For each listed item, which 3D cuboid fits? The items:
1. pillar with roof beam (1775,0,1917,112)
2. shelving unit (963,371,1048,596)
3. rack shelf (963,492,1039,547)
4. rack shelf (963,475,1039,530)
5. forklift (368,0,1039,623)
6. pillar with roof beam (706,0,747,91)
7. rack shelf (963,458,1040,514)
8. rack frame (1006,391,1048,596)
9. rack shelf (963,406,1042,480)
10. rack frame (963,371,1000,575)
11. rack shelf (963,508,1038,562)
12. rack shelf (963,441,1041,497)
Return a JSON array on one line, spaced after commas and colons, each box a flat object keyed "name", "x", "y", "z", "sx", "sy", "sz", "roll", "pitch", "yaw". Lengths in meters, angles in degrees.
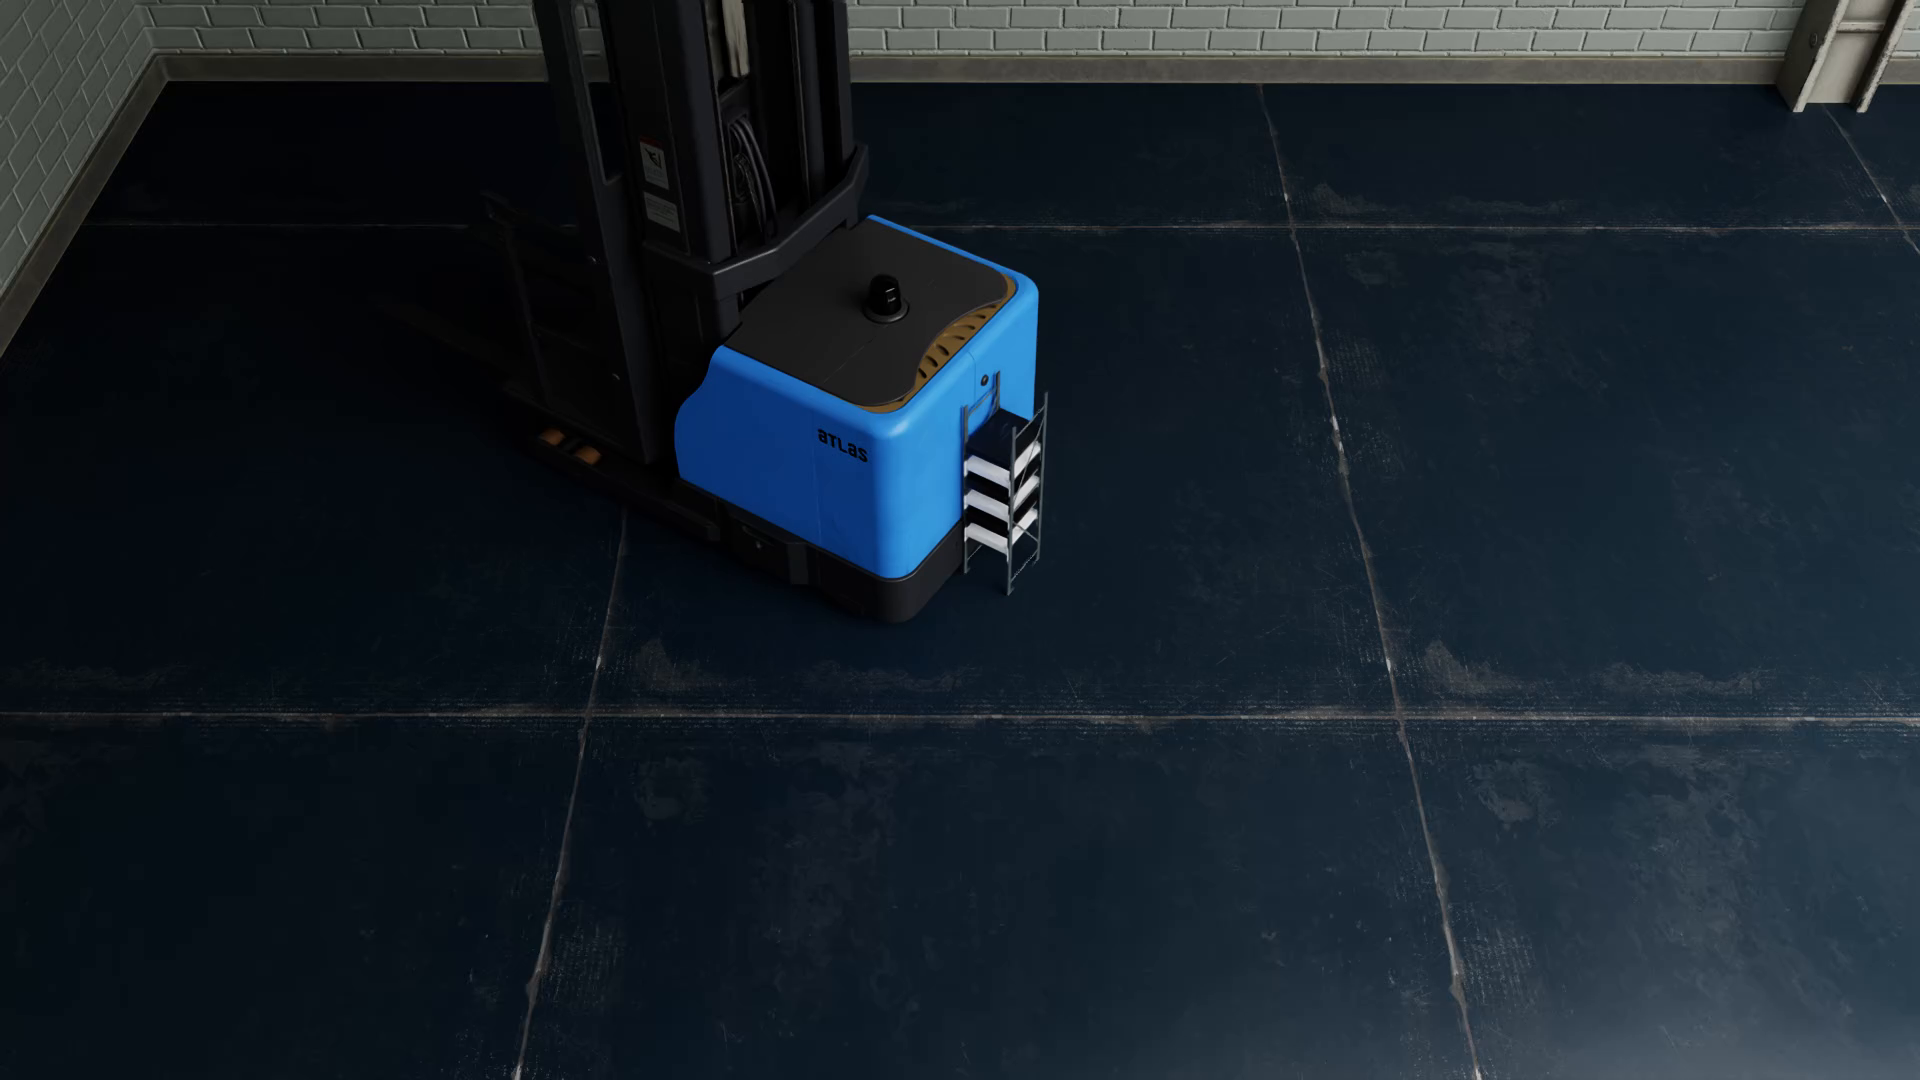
[{"name": "pillar with roof beam", "x": 4.626, "y": -2.313, "z": 2.755, "sx": 0.400, "sy": 9.000, "sz": 9.100, "roll": 0, "pitch": 47, "yaw": 0}, {"name": "shelving unit", "x": 0.166, "y": -0.200, "z": 6.321, "sx": 0.210, "sy": 0.900, "sz": 0.258, "roll": 25, "pitch": 52, "yaw": 22}, {"name": "rack shelf", "x": 0.166, "y": -0.116, "z": 6.412, "sx": 0.200, "sy": 0.077, "sz": 0.258, "roll": 25, "pitch": 52, "yaw": 22}, {"name": "rack shelf", "x": 0.166, "y": -0.177, "z": 6.346, "sx": 0.200, "sy": 0.077, "sz": 0.258, "roll": 25, "pitch": 52, "yaw": 22}, {"name": "forklift", "x": -1.206, "y": -1.528, "z": 6.169, "sx": 3.031, "sy": 2.935, "sz": 1.130, "roll": 25, "pitch": 52, "yaw": 22}, {"name": "pillar with roof beam", "x": -1.374, "y": -2.329, "z": 2.770, "sx": 0.400, "sy": 9.000, "sz": 9.100, "roll": 0, "pitch": 47, "yaw": 0}, {"name": "rack shelf", "x": 0.166, "y": -0.239, "z": 6.280, "sx": 0.200, "sy": 0.077, "sz": 0.258, "roll": 25, "pitch": 52, "yaw": 22}, {"name": "rack frame", "x": 0.251, "y": -0.159, "z": 6.284, "sx": 0.006, "sy": 0.900, "sz": 0.240, "roll": 25, "pitch": 52, "yaw": 22}, {"name": "rack shelf", "x": 0.166, "y": -0.361, "z": 6.148, "sx": 0.200, "sy": 0.077, "sz": 0.258, "roll": 25, "pitch": 52, "yaw": 22}, {"name": "rack frame", "x": 0.080, "y": -0.241, "z": 6.359, "sx": 0.006, "sy": 0.900, "sz": 0.240, "roll": 25, "pitch": 52, "yaw": 22}, {"name": "rack shelf", "x": 0.166, "y": -0.055, "z": 6.478, "sx": 0.200, "sy": 0.077, "sz": 0.258, "roll": 25, "pitch": 52, "yaw": 22}, {"name": "rack shelf", "x": 0.166, "y": -0.300, "z": 6.214, "sx": 0.200, "sy": 0.077, "sz": 0.258, "roll": 25, "pitch": 52, "yaw": 22}]
